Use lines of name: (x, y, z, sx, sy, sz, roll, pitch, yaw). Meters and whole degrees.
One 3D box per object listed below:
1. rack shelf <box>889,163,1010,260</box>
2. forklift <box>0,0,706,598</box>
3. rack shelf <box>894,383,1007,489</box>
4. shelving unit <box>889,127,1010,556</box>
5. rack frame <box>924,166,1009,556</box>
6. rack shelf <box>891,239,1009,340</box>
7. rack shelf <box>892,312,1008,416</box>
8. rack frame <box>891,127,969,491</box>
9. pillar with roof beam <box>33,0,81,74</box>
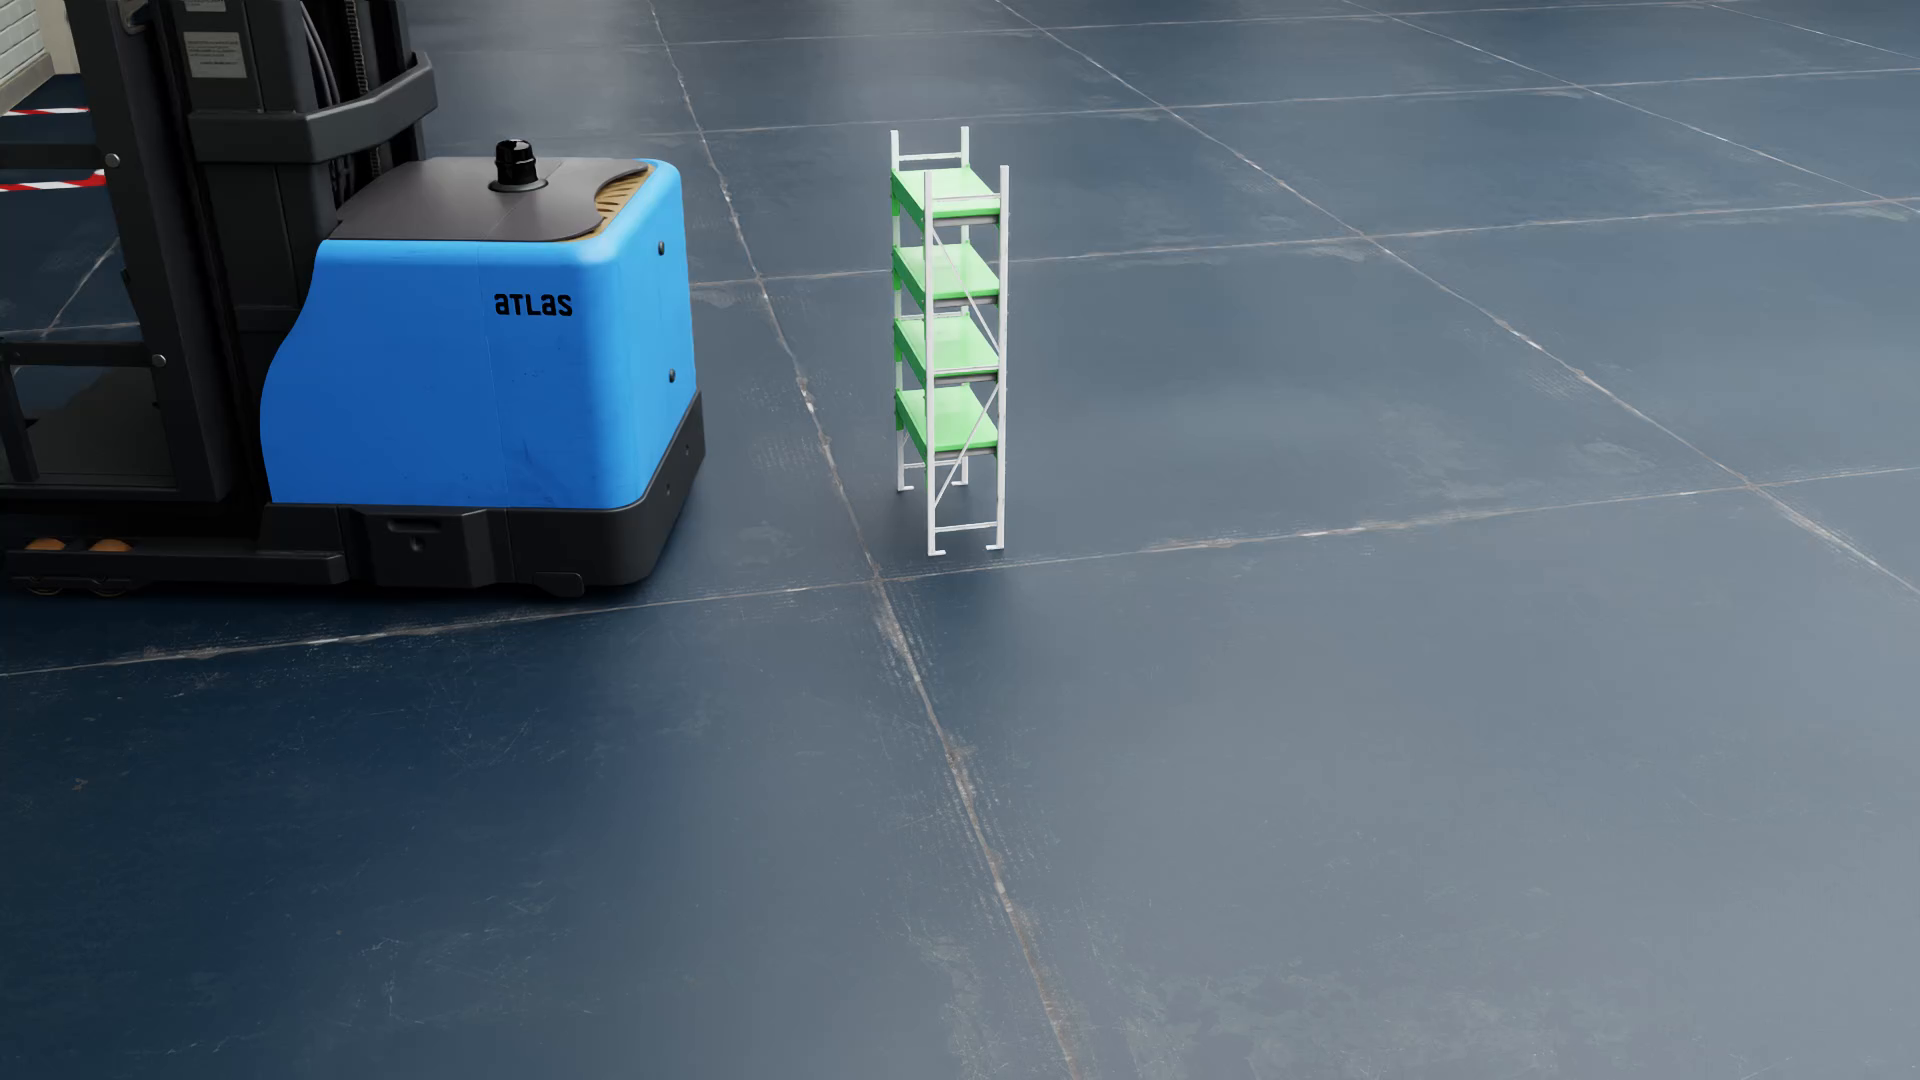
rack shelf: (-0.037, -0.980, 4.936, 0.258, 0.148, 0.480, -6, 27, -12)
forklift: (-2.401, -1.377, 4.725, 3.031, 2.935, 1.130, 1, 27, 2)
rack shelf: (-0.037, -0.337, 5.261, 0.258, 0.148, 0.480, -6, 27, -12)
shelving unit: (-0.037, -0.608, 5.124, 0.258, 1.200, 0.503, -6, 27, -12)
rack frame: (0.018, -0.501, 4.911, 0.240, 1.200, 0.015, -6, 27, -12)
rack shelf: (-0.037, -0.766, 5.044, 0.258, 0.148, 0.480, -6, 27, -12)
rack shelf: (-0.037, -0.551, 5.152, 0.258, 0.148, 0.480, -6, 27, -12)
rack frame: (-0.092, -0.715, 5.336, 0.240, 1.200, 0.015, -6, 27, -12)
pillar with roof beam: (-2.156, -7.859, 10.833, 9.100, 9.000, 0.400, -6, 27, -12)
